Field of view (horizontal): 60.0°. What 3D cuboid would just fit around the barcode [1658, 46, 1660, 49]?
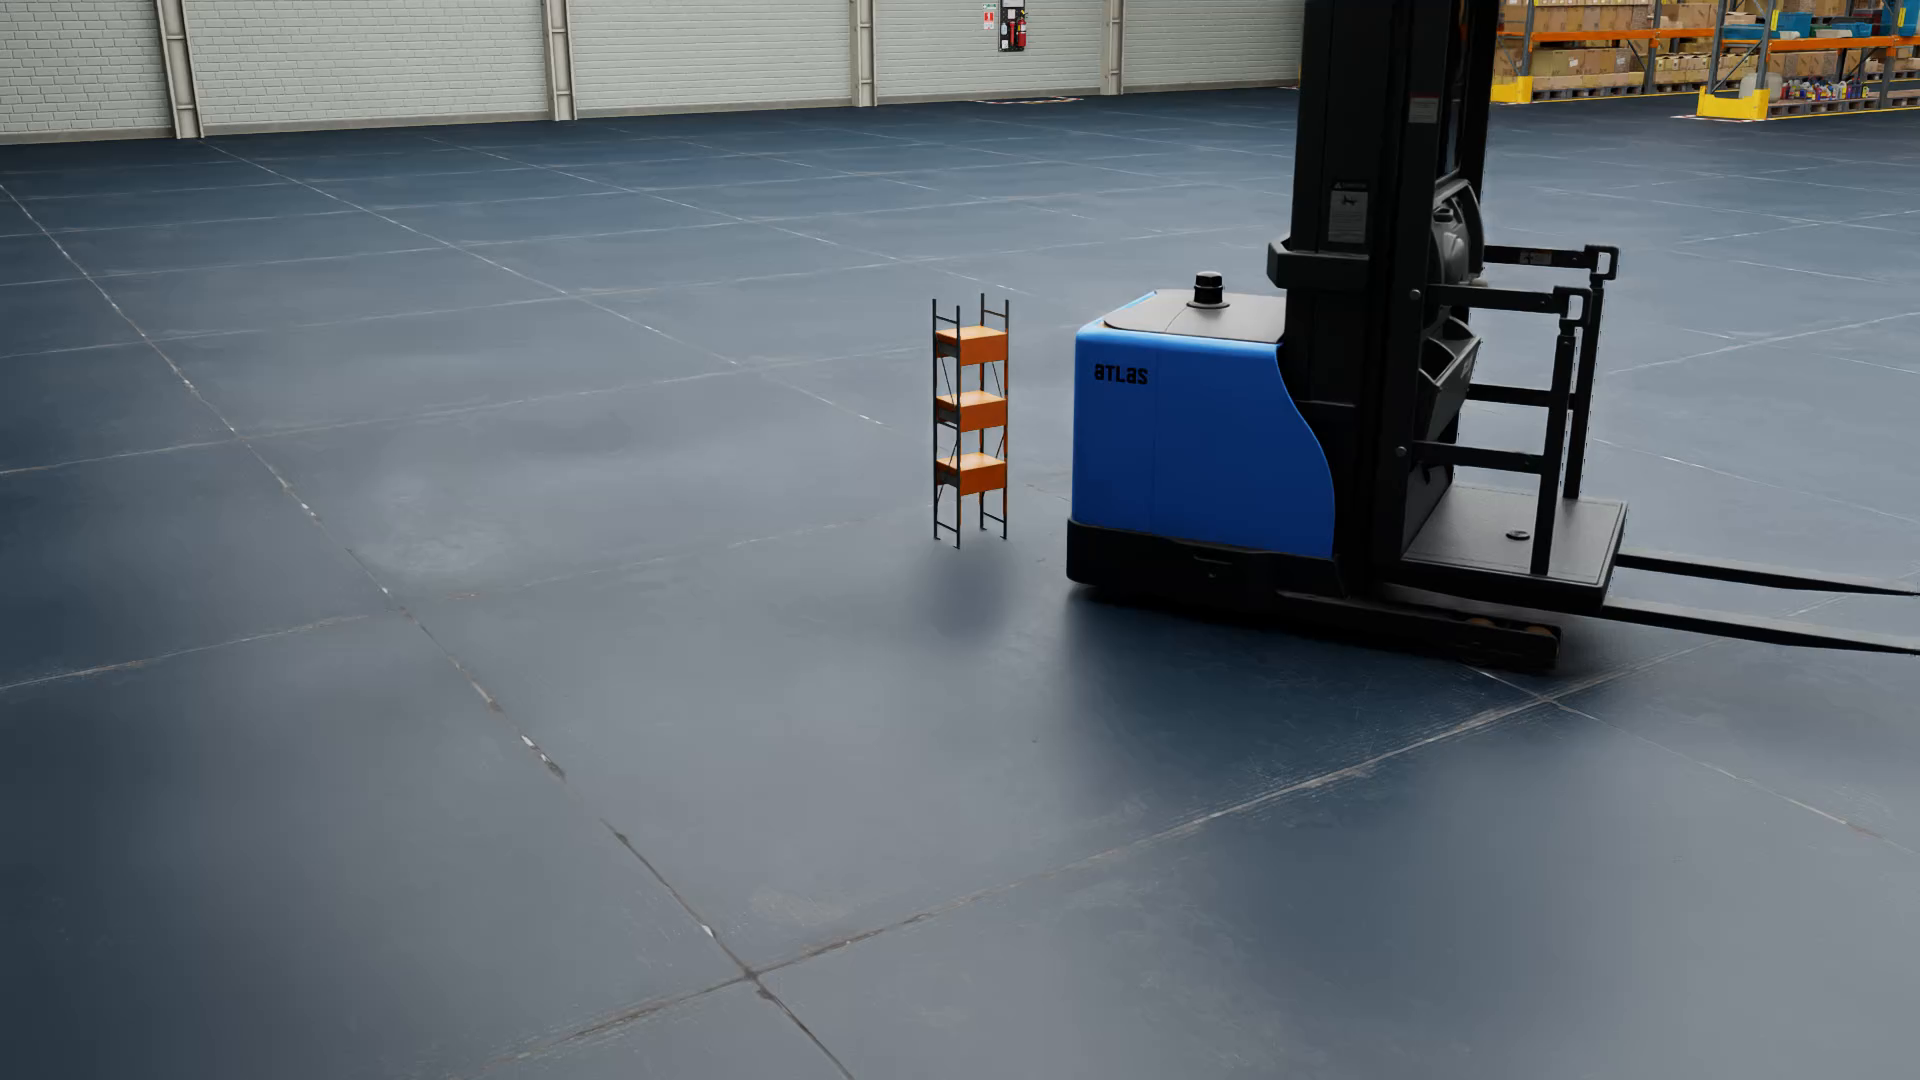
[{"bbox_3d":[14.589,-10.281,34.690,0.075,0.075,0.001,-12,22,-31],"label":"barcode"}]

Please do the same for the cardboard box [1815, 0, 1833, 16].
[{"bbox_3d":[19.387,-12.196,37.826,0.700,0.500,0.500,16,24,39],"label":"cardboard box"}]

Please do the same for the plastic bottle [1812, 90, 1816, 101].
[{"bbox_3d":[15.299,-7.976,29.835,0.097,0.201,0.097,0,19,0],"label":"plastic bottle"}]

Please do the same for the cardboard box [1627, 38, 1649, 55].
[{"bbox_3d":[16.889,-12.476,42.166,0.750,0.750,0.750,-11,22,-30],"label":"cardboard box"}]

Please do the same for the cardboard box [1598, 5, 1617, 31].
[{"bbox_3d":[12.922,-10.654,33.920,0.500,0.500,0.700,-12,22,-31],"label":"cardboard box"}]

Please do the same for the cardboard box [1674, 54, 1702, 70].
[{"bbox_3d":[15.482,-10.215,35.539,0.500,0.311,0.500,-13,22,-33],"label":"cardboard box"}]

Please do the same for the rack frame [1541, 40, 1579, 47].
[{"bbox_3d":[14.760,-12.898,40.711,0.127,3.000,1.000,-12,22,-31],"label":"rack frame"}]

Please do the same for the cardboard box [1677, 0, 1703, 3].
[{"bbox_3d":[18.563,-13.835,43.017,0.700,0.700,0.980,-12,22,-31],"label":"cardboard box"}]

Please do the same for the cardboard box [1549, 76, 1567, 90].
[{"bbox_3d":[11.792,-9.184,33.366,0.500,0.250,0.500,-12,22,-31],"label":"cardboard box"}]

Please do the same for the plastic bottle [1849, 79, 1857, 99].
[{"bbox_3d":[16.328,-8.272,30.479,0.185,0.351,0.144,-13,23,-34],"label":"plastic bottle"}]

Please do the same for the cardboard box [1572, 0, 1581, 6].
[{"bbox_3d":[12.114,-10.713,33.079,0.250,0.149,0.380,-13,23,-33],"label":"cardboard box"}]

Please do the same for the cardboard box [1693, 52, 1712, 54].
[{"bbox_3d":[16.455,-10.627,36.757,0.500,0.311,0.500,-13,22,-33],"label":"cardboard box"}]

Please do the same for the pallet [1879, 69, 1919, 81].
[{"bbox_3d":[22.422,-11.294,40.321,1.213,0.211,1.003,-12,22,-31],"label":"pallet"}]

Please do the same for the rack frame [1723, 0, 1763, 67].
[{"bbox_3d":[17.488,-11.573,36.794,0.127,3.000,1.000,-12,22,-31],"label":"rack frame"}]

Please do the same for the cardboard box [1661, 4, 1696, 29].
[{"bbox_3d":[15.237,-11.140,35.356,0.500,0.500,0.500,-10,21,-28],"label":"cardboard box"}]

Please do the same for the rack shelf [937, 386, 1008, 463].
[{"bbox_3d":[0.045,-0.497,7.108,0.240,0.259,0.215,-12,22,-31],"label":"rack shelf"}]

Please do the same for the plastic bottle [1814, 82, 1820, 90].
[{"bbox_3d":[15.911,-8.370,30.892,0.097,0.271,0.097,0,19,0],"label":"plastic bottle"}]

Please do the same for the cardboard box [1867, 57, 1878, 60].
[{"bbox_3d":[21.775,-11.521,40.150,0.500,0.311,0.500,-12,22,-31],"label":"cardboard box"}]

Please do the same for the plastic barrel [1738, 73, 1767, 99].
[{"bbox_3d":[14.035,-7.995,29.440,0.421,0.512,0.421,0,19,0],"label":"plastic barrel"}]

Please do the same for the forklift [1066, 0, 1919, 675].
[{"bbox_3d":[1.981,-1.109,5.950,3.031,2.935,1.130,9,20,24],"label":"forklift"}]

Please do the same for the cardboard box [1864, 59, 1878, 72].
[{"bbox_3d":[21.298,-11.229,39.286,0.500,0.311,0.500,-12,22,-31],"label":"cardboard box"}]

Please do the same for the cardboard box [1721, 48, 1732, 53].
[{"bbox_3d":[20.074,-12.995,44.245,0.500,0.500,0.700,-13,22,-33],"label":"cardboard box"}]

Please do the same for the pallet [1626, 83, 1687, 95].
[{"bbox_3d":[14.741,-9.688,35.571,1.213,0.211,1.003,-12,22,-31],"label":"pallet"}]

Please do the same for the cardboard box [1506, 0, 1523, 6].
[{"bbox_3d":[11.021,-10.637,32.856,0.250,0.149,0.380,-12,22,-32],"label":"cardboard box"}]

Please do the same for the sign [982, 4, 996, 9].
[{"bbox_3d":[0.582,-10.558,32.907,0.331,0.109,0.001,-12,22,-31],"label":"sign"}]

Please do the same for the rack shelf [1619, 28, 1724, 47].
[{"bbox_3d":[15.817,-10.880,35.867,4.000,0.370,1.077,-12,22,-31],"label":"rack shelf"}]

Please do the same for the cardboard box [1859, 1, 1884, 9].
[{"bbox_3d":[21.404,-12.342,38.912,0.500,0.500,0.500,-11,22,-30],"label":"cardboard box"}]

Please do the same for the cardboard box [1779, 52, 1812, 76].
[{"bbox_3d":[18.881,-10.782,37.670,0.500,0.500,0.500,-12,22,-32],"label":"cardboard box"}]

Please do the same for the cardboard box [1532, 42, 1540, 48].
[{"bbox_3d":[13.677,-12.053,40.257,0.500,0.250,0.500,-11,22,-30],"label":"cardboard box"}]

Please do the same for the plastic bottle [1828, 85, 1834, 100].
[{"bbox_3d":[15.752,-8.104,30.106,0.097,0.271,0.097,0,19,0],"label":"plastic bottle"}]

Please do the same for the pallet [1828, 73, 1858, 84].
[{"bbox_3d":[20.170,-10.803,38.871,1.213,0.211,1.003,-12,22,-31],"label":"pallet"}]

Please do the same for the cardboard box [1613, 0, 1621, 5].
[{"bbox_3d":[13.187,-10.939,33.750,0.250,0.149,0.380,-12,22,-32],"label":"cardboard box"}]

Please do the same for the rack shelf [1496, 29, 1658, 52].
[{"bbox_3d":[12.477,-10.176,33.783,4.000,0.370,1.077,-12,22,-31],"label":"rack shelf"}]

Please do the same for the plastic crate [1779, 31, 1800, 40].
[{"bbox_3d":[14.452,-8.785,28.959,0.250,0.136,0.298,-12,22,-31],"label":"plastic crate"}]

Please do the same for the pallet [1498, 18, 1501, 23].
[{"bbox_3d":[13.129,-12.447,39.678,1.213,0.211,1.003,-12,22,-31],"label":"pallet"}]

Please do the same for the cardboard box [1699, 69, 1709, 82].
[{"bbox_3d":[15.904,-10.041,35.899,0.500,0.250,0.500,-11,22,-30],"label":"cardboard box"}]

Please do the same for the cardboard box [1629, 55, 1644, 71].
[{"bbox_3d":[14.327,-10.179,35.431,0.500,0.311,0.500,-12,22,-31],"label":"cardboard box"}]

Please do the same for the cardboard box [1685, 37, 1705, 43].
[{"bbox_3d":[19.168,-13.040,43.367,0.250,0.149,0.380,-11,22,-30],"label":"cardboard box"}]

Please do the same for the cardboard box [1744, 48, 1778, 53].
[{"bbox_3d":[18.184,-11.191,37.710,0.500,0.250,0.500,-11,22,-29],"label":"cardboard box"}]

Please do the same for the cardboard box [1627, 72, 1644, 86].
[{"bbox_3d":[13.880,-9.625,34.669,0.500,0.250,0.500,-12,22,-31],"label":"cardboard box"}]

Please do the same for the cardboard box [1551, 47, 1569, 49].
[{"bbox_3d":[12.336,-9.858,34.186,0.500,0.500,0.500,-12,22,-31],"label":"cardboard box"}]

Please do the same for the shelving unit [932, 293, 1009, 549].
[{"bbox_3d":[0.045,-0.507,7.105,0.252,1.050,0.215,-12,22,-31],"label":"shelving unit"}]

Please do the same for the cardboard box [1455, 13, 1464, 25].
[{"bbox_3d":[11.190,-11.967,38.162,0.500,0.250,0.500,-12,22,-31],"label":"cardboard box"}]

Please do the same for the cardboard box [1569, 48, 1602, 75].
[{"bbox_3d":[12.631,-9.714,33.762,0.500,0.500,0.500,-12,22,-31],"label":"cardboard box"}]

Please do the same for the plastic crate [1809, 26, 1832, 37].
[{"bbox_3d":[15.579,-9.279,30.339,0.662,0.188,0.450,-12,22,-31],"label":"plastic crate"}]

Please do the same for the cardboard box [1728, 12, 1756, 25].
[{"bbox_3d":[17.160,-11.479,36.653,0.500,0.311,0.500,-10,21,-28],"label":"cardboard box"}]

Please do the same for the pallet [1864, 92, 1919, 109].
[{"bbox_3d":[17.503,-8.371,31.676,1.213,0.211,1.003,-12,22,-31],"label":"pallet"}]

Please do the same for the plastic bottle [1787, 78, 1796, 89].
[{"bbox_3d":[15.298,-8.325,30.634,0.185,0.351,0.144,-11,22,-29],"label":"plastic bottle"}]

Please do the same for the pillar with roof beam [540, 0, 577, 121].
[{"bbox_3d":[-4.478,-10.363,23.847,0.400,9.000,9.100,-12,22,-31],"label":"pillar with roof beam"}]
